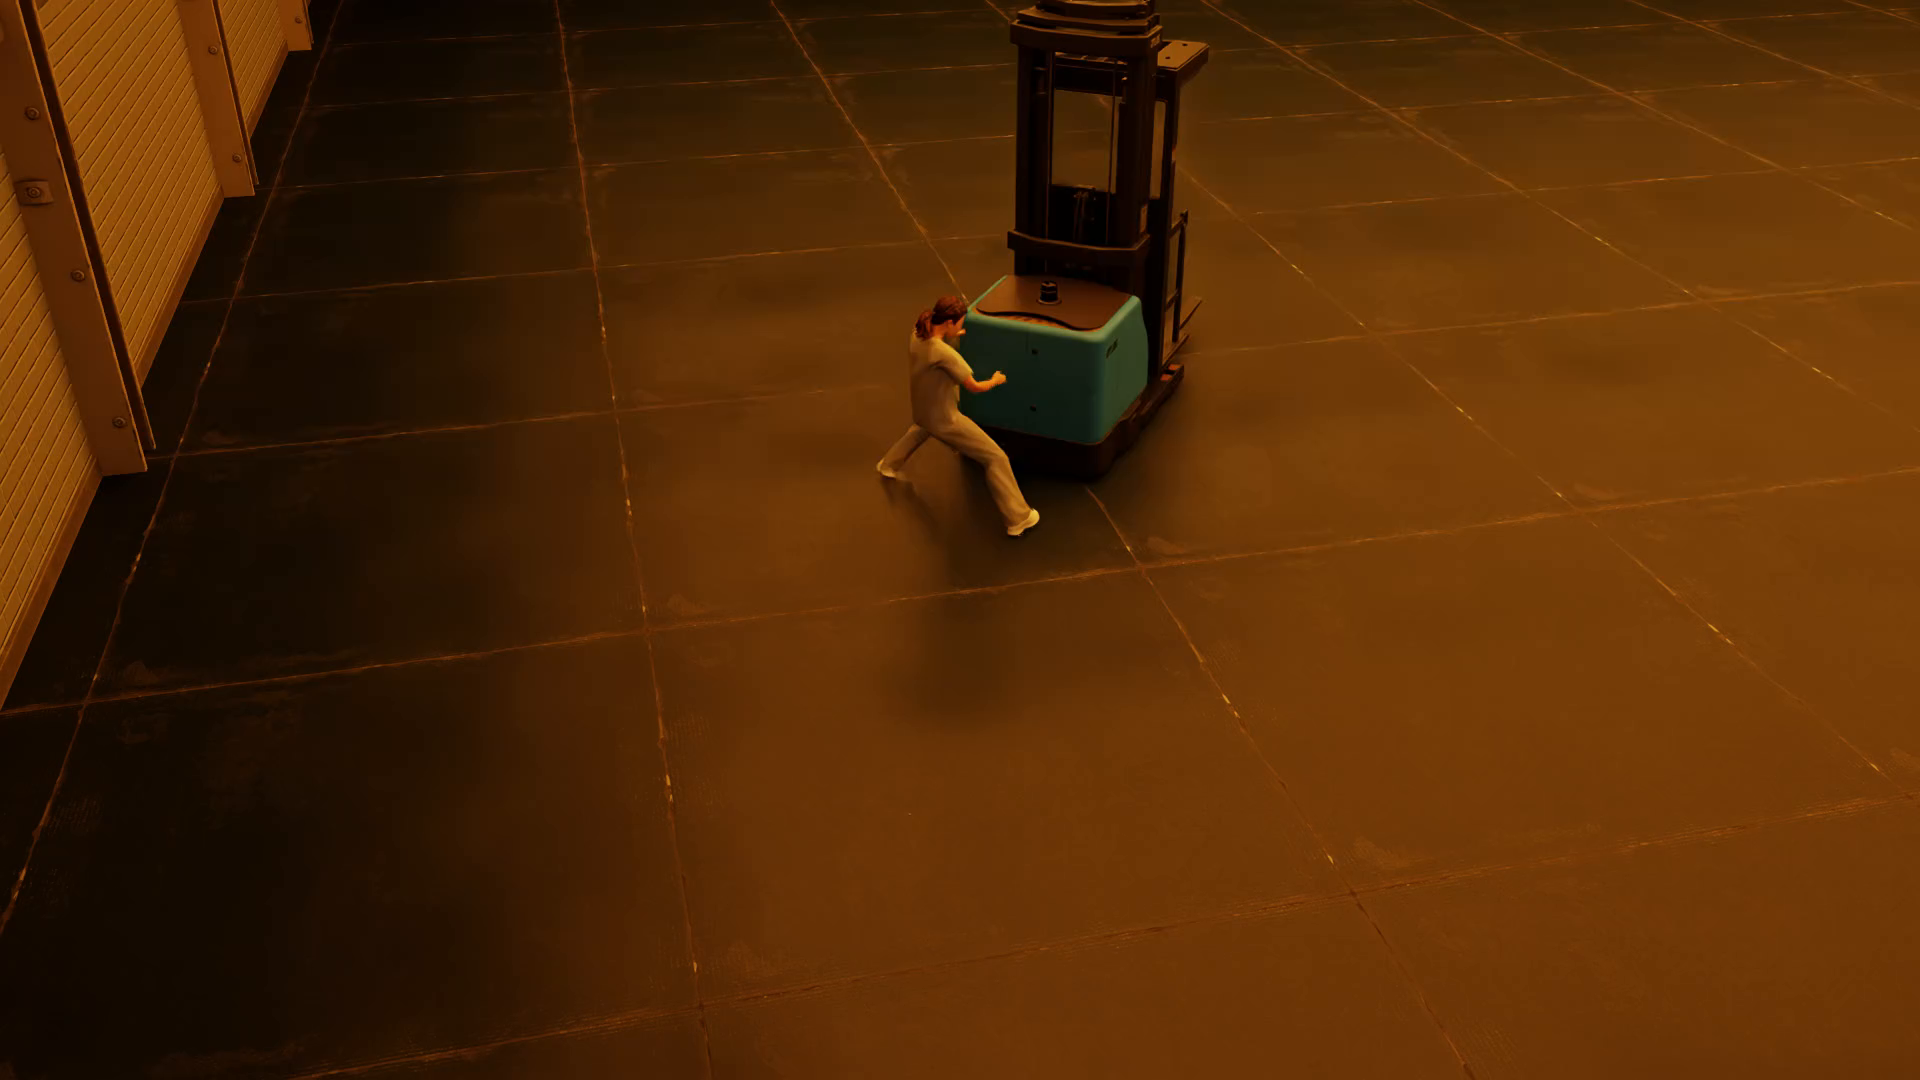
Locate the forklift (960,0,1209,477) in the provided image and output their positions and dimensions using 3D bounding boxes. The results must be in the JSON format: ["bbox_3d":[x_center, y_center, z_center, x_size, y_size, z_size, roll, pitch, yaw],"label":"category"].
[{"bbox_3d":[1.038,-2.410,11.738,1.130,2.935,3.031,12,32,20],"label":"forklift"}]

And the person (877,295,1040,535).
[{"bbox_3d":[-0.027,-0.898,10.586,0.678,1.461,1.243,-16,34,-26],"label":"person"}]
